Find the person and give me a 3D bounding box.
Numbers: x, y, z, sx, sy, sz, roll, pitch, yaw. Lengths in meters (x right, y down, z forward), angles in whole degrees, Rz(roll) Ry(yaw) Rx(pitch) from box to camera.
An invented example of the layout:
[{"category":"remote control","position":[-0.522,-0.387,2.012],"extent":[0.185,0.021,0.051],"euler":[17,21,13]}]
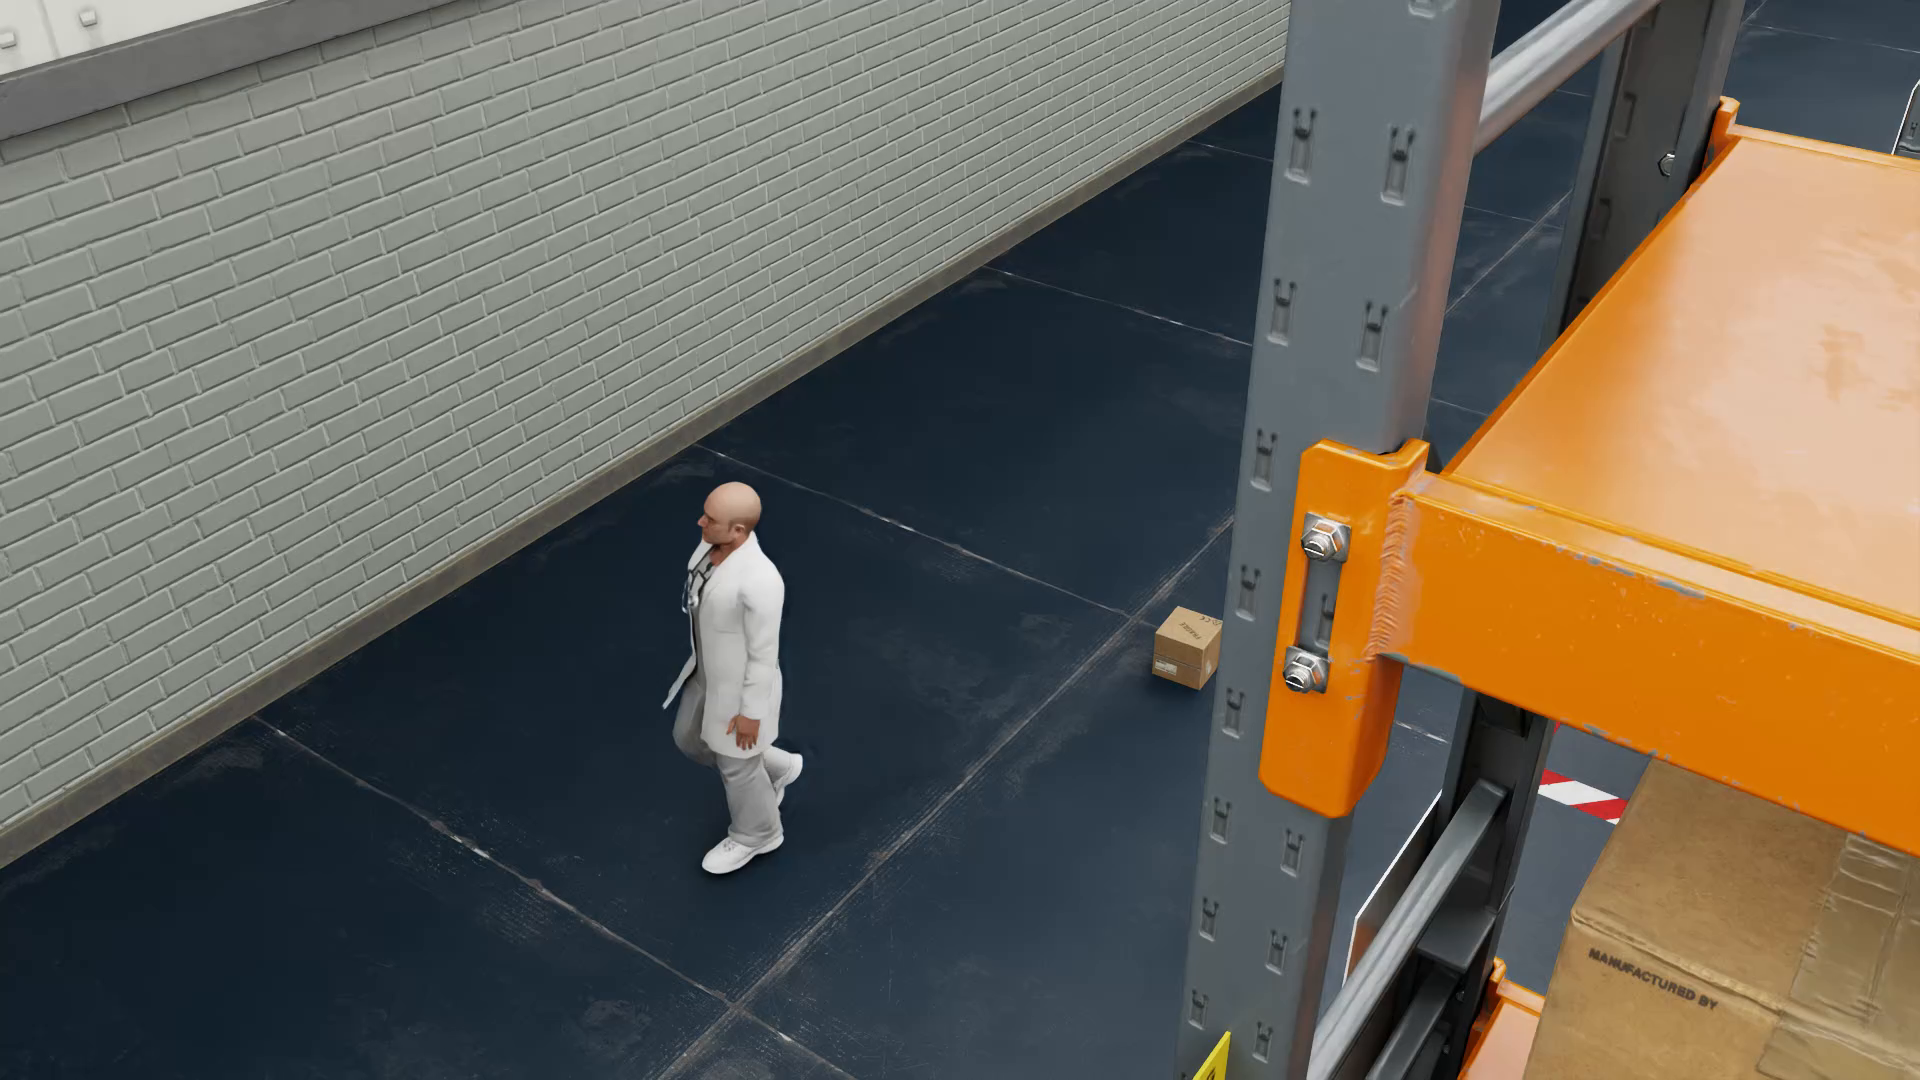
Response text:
[{"category":"person","position":[-0.863,0.539,6.495],"extent":[0.554,1.775,0.581],"euler":[-18,38,-25]}]
